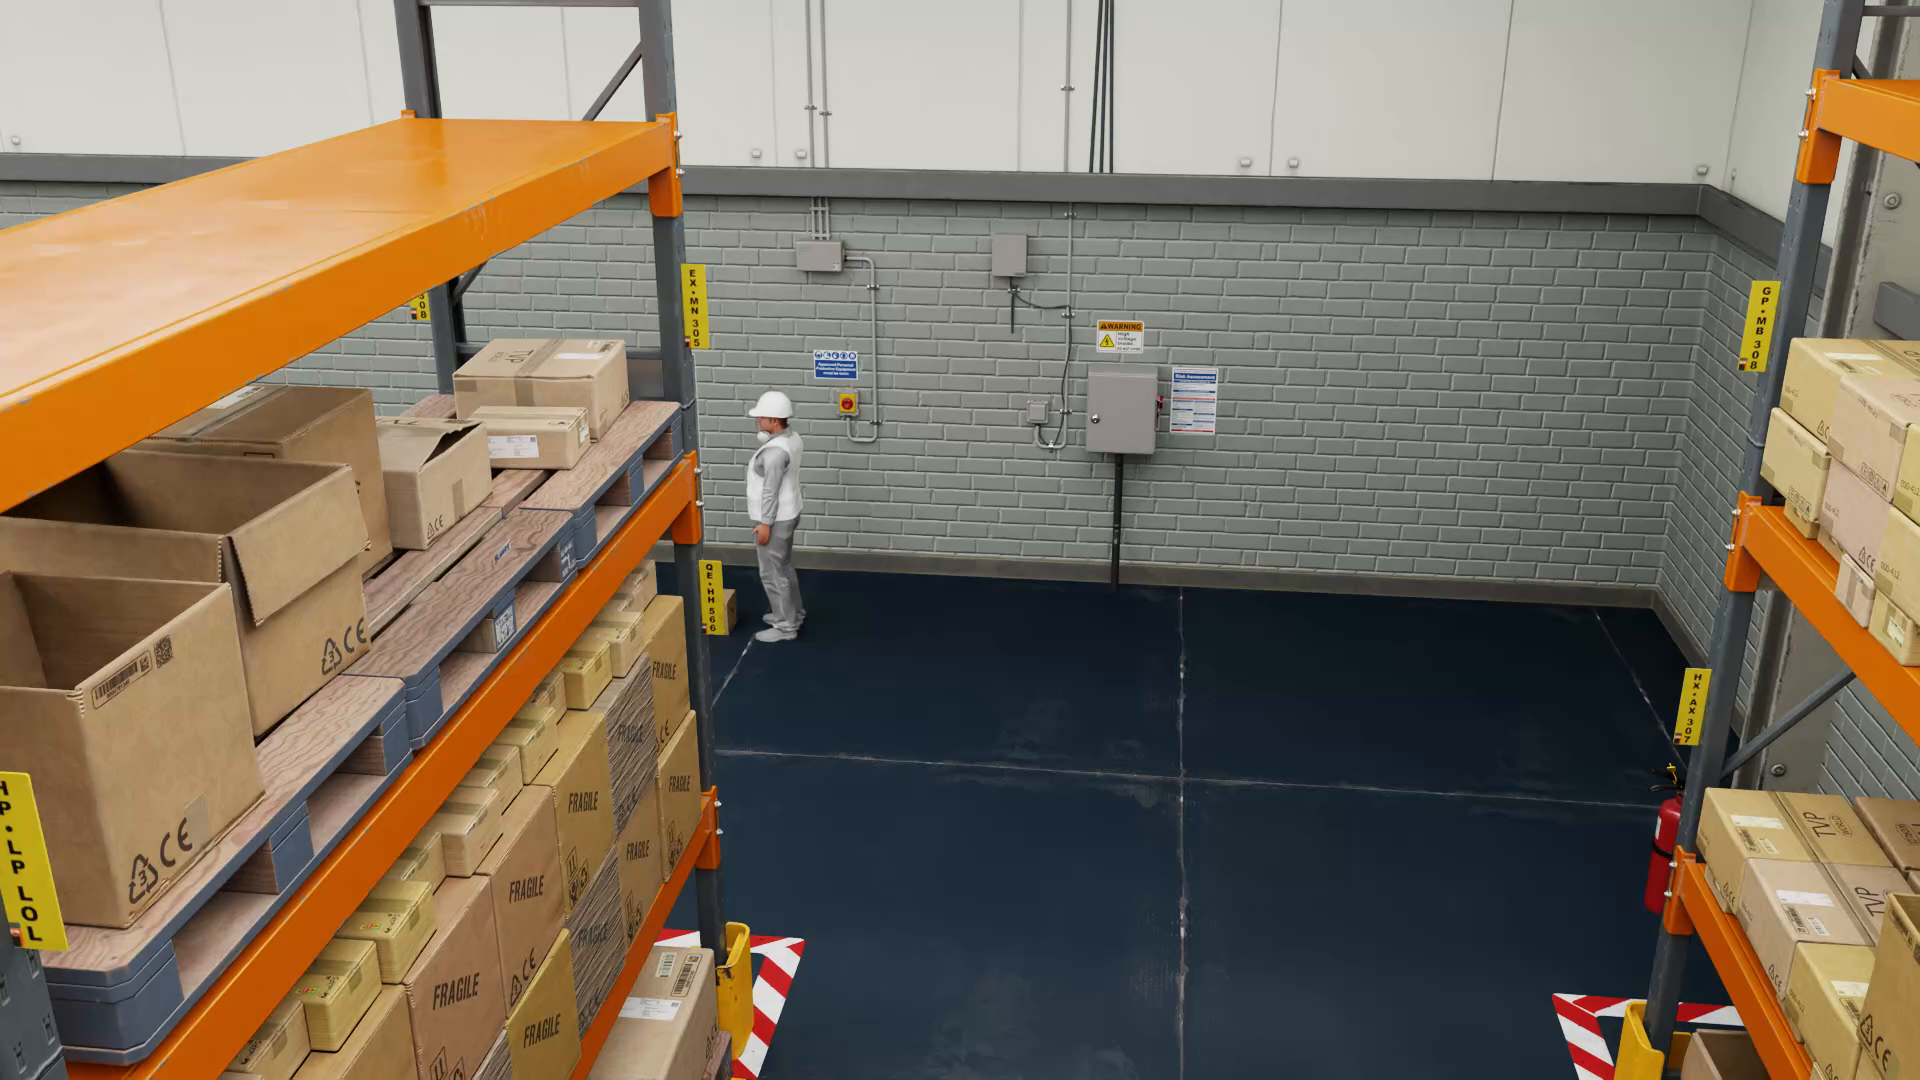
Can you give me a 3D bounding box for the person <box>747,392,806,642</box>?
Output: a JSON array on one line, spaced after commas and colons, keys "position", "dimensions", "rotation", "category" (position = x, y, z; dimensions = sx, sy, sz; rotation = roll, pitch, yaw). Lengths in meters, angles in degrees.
[{"position": [-1.277, -0.166, 11.504], "dimensions": [0.360, 1.778, 0.532], "rotation": [3, 21, 8], "category": "person"}]
